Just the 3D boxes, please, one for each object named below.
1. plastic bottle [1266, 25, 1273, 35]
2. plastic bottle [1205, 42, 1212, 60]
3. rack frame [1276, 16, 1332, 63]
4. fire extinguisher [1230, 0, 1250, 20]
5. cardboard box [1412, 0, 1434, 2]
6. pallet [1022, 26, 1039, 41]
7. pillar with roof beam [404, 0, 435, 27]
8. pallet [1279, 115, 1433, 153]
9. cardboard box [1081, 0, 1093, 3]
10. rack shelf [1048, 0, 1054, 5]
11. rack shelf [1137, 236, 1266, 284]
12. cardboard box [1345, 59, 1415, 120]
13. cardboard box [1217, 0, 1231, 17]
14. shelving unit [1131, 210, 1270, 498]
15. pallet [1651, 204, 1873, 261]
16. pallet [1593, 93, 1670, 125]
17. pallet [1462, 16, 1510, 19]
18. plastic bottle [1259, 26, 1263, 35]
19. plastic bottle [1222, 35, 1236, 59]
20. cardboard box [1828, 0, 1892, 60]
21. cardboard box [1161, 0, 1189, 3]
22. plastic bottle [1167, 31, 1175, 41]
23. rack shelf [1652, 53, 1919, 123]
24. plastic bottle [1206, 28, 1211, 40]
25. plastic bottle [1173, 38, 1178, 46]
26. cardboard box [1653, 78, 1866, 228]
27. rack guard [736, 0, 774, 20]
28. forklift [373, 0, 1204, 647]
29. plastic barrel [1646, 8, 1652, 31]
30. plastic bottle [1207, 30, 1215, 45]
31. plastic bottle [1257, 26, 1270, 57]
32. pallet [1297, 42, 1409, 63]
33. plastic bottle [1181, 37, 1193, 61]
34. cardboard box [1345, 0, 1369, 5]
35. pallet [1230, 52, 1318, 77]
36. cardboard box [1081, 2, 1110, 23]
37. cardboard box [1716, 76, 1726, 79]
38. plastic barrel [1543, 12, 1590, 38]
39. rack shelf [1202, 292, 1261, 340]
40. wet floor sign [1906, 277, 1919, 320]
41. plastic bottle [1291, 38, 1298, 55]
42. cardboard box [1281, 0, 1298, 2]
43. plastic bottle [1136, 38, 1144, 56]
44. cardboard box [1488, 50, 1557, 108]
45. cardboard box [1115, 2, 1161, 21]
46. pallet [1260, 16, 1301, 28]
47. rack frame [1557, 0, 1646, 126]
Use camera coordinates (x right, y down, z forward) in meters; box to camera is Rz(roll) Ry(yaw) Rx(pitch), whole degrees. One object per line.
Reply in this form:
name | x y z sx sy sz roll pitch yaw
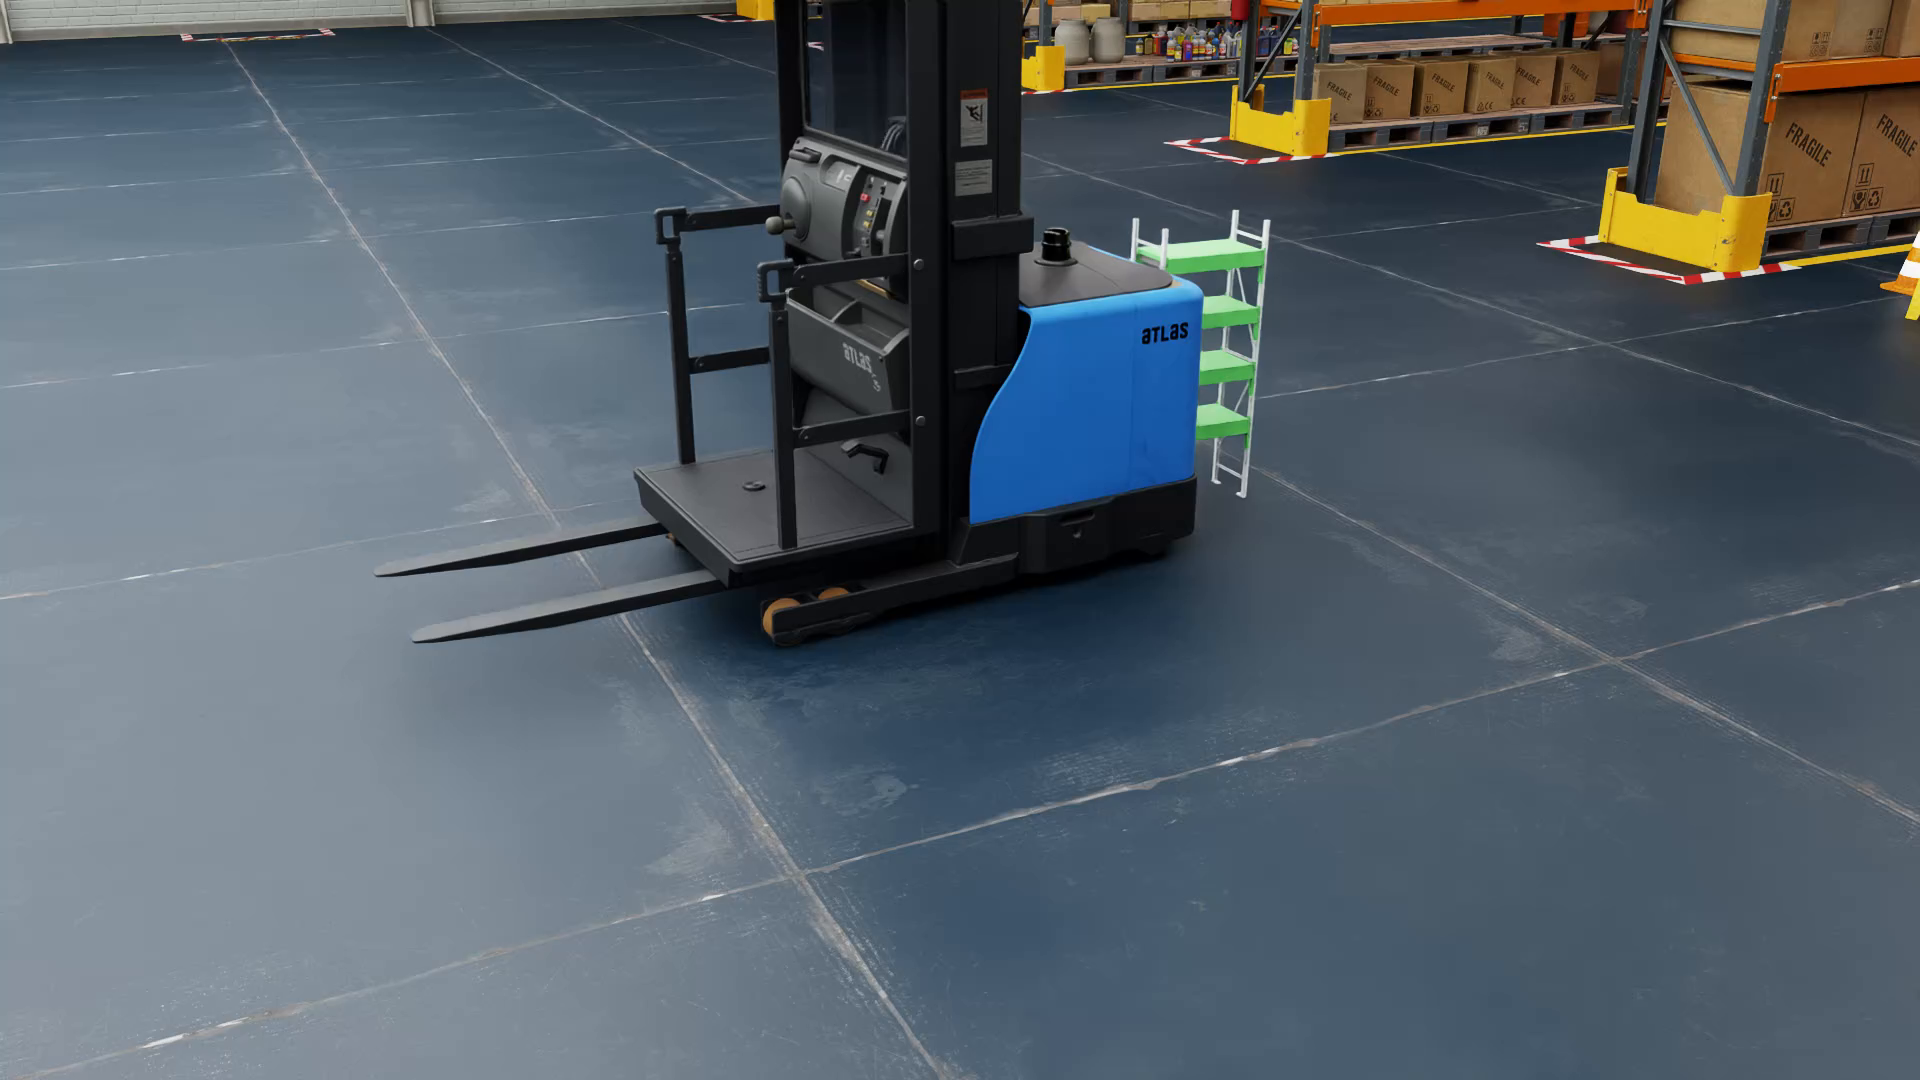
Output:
plastic bottle | 3.877 -6.303 20.944 0.185 0.351 0.144 -10 25 -24
plastic bottle | 3.047 -6.011 20.432 0.097 0.201 0.097 0 22 0
rack frame | 4.394 -7.481 20.900 0.127 3.000 1.000 -10 25 -24
fire extinguisher | 2.635 -5.214 15.526 0.183 0.674 0.296 -10 25 -24
cardboard box | 4.208 -5.118 15.521 0.250 0.149 0.380 -10 25 -24
pallet | 0.414 -7.579 24.782 1.213 0.211 1.003 -10 25 -24
pillar with roof beam | -6.790 -10.939 21.410 0.400 9.000 9.100 -10 25 -24
pallet | 3.754 -3.957 16.033 1.213 0.211 1.003 -10 25 -24
cardboard box | 1.696 -8.489 25.402 0.500 0.500 0.500 -10 25 -24
rack shelf | 2.592 -6.816 20.236 4.000 0.370 1.077 -10 25 -24
rack shelf | 0.977 -1.128 6.807 0.480 0.148 0.258 -10 24 -25
cardboard box | 4.032 -4.358 16.075 0.500 0.500 0.500 -4 23 -10
cardboard box | 4.106 -8.349 26.043 0.500 0.250 0.500 -10 24 -23
shelving unit | 0.970 -0.743 6.963 0.503 1.200 0.258 -10 24 -25
pallet | 5.685 -2.255 11.922 1.213 0.211 1.003 -10 25 -24
pallet | 7.243 -4.615 17.623 1.213 0.211 1.003 -10 25 -24
pallet | 8.741 -9.079 28.407 1.213 0.211 1.003 -10 25 -24
plastic bottle | 3.917 -6.521 21.575 0.097 0.271 0.097 0 22 0
plastic bottle | 3.327 -6.108 20.570 0.135 0.276 0.152 -10 24 -23
cardboard box | 5.799 -3.629 11.400 0.550 0.550 0.875 -10 25 -24
cardboard box | 3.183 -8.435 25.518 0.500 0.311 0.500 -11 25 -24
plastic bottle | 2.619 -6.273 20.968 0.135 0.276 0.152 -11 25 -25
rack shelf | 6.801 -3.383 11.942 4.000 0.370 1.077 -10 25 -24
plastic bottle | 3.150 -6.394 21.250 0.133 0.283 0.061 -9 24 -21
plastic bottle | 2.690 -6.199 20.886 0.097 0.201 0.097 0 22 0
cardboard box | 5.581 -2.732 11.656 0.875 0.875 0.875 -10 25 -23
rack guard | -3.438 -9.089 28.053 0.348 0.500 1.175 -10 25 -24
forklift | -0.603 -1.211 5.843 3.031 2.935 1.130 -12 25 -27
plastic barrel | 9.920 -7.587 23.862 0.421 0.512 0.421 0 22 0
plastic bottle | 3.201 -6.364 21.194 0.097 0.271 0.097 0 22 0
plastic bottle | 3.766 -6.222 20.747 0.185 0.351 0.144 -12 25 -26
pallet | 5.085 -6.336 21.780 1.213 0.211 1.003 -10 25 -24
plastic bottle | 2.771 -5.990 20.275 0.133 0.283 0.061 -10 25 -23
cardboard box | 3.532 -4.994 15.221 0.250 0.149 0.380 -10 25 -24
pallet | 3.771 -6.095 21.199 1.213 0.211 1.003 -10 25 -24
cardboard box | 1.926 -7.960 25.103 0.500 0.250 0.500 -10 25 -24
cardboard box | 8.047 -5.082 17.798 0.500 0.500 0.700 -13 26 -28
plastic barrel | 8.432 -7.422 23.048 0.708 0.830 0.600 -10 25 -24
rack shelf | 0.973 -0.906 6.897 0.480 0.148 0.258 -10 24 -25
wet floor sign | 5.831 -1.609 9.794 0.232 0.644 0.267 -15 27 -33
plastic bottle | 4.203 -6.223 20.946 0.097 0.201 0.097 0 22 0
cardboard box | 3.106 -5.112 15.507 0.250 0.149 0.380 -10 25 -24
plastic bottle | 2.255 -6.183 20.849 0.097 0.201 0.097 0 22 0
cardboard box | 5.652 -4.663 16.811 0.500 0.500 0.500 -3 23 -7
cardboard box | 2.720 -8.093 25.426 0.500 0.250 0.500 -11 25 -25
pallet | 5.095 -8.440 26.864 1.213 0.211 1.003 -10 25 -24
rack frame | 6.543 -5.774 16.776 0.127 3.000 1.000 -10 25 -24
